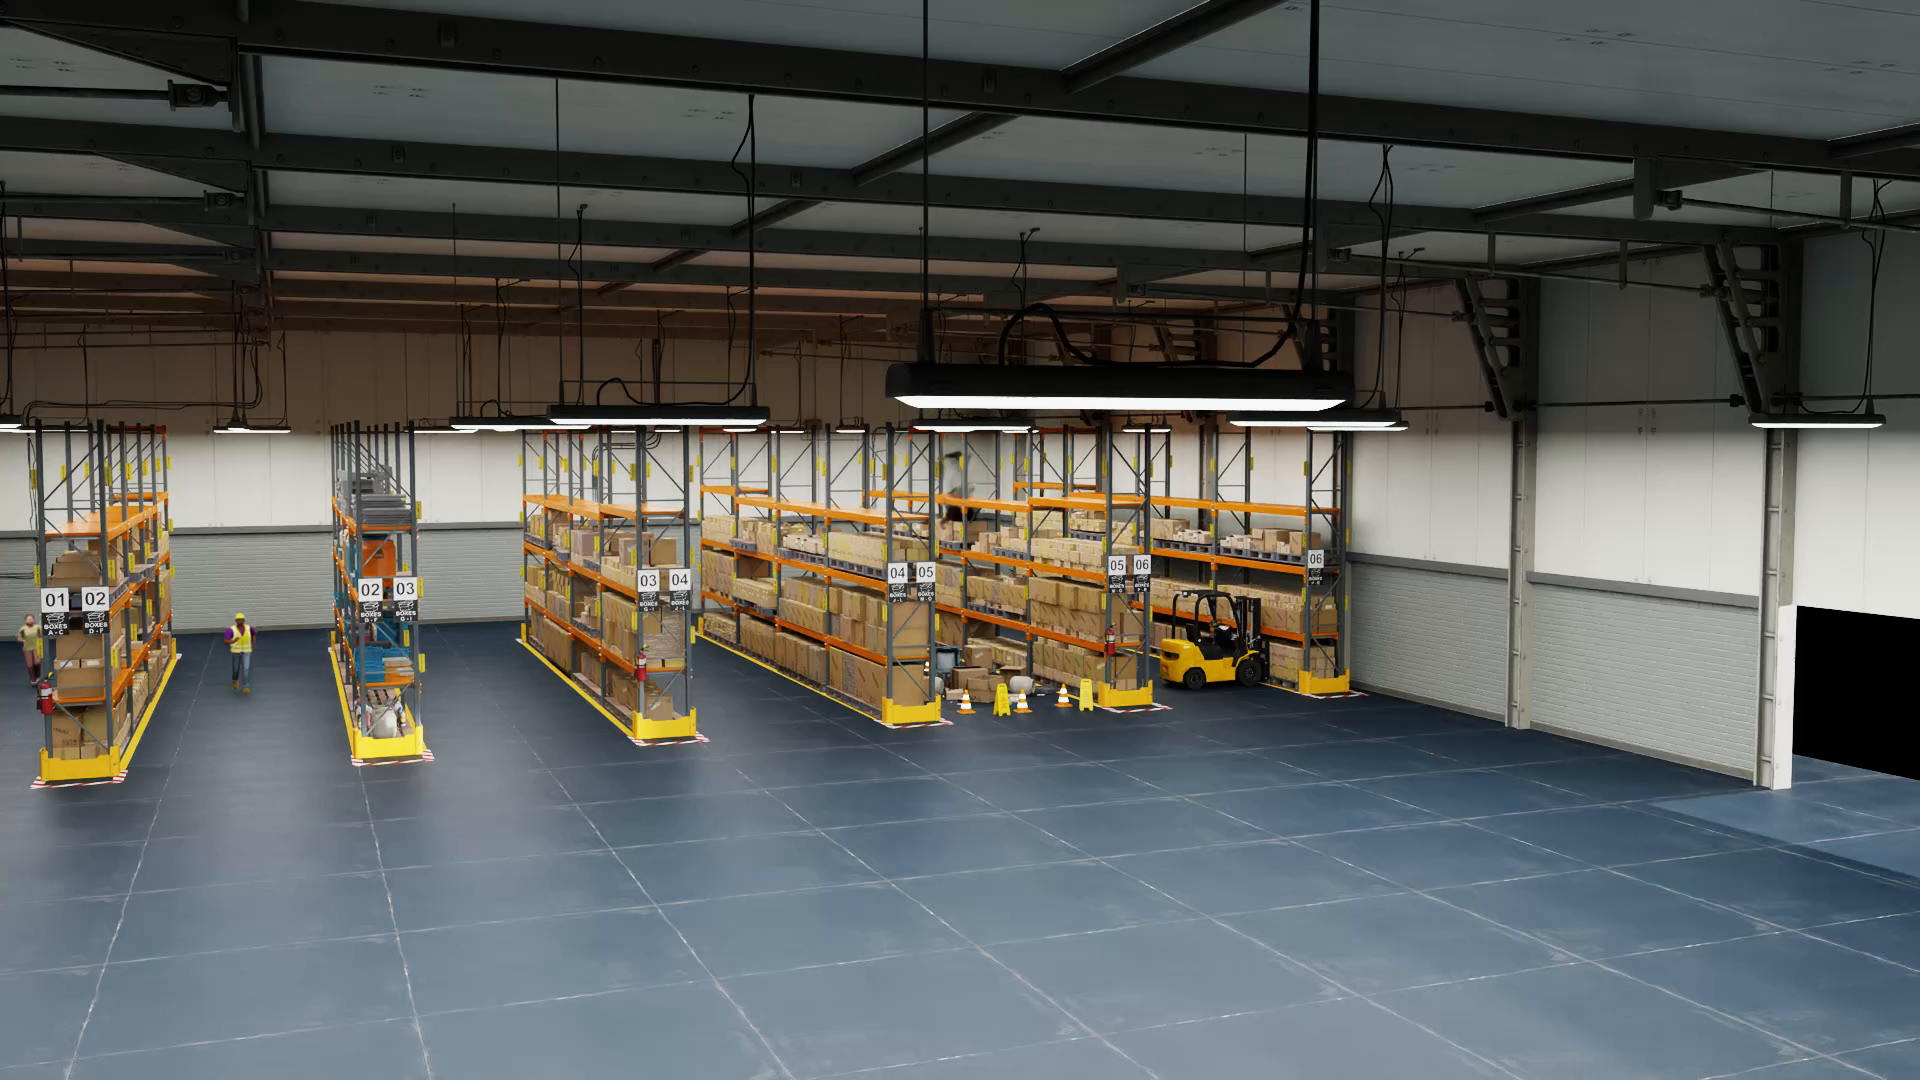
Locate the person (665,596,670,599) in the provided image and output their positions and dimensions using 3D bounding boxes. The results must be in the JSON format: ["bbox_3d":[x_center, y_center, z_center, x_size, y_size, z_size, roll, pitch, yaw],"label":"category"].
[{"bbox_3d":[-8.286,1.848,48.402,0.747,1.730,0.739,3,5,39],"label":"person"}]

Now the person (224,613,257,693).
[{"bbox_3d":[-15.943,2.491,36.860,0.703,1.739,1.022,-2,4,-33],"label":"person"}]

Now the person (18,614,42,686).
[{"bbox_3d":[-21.197,2.521,37.979,0.555,1.660,0.645,-2,4,-27],"label":"person"}]

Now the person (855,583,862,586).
[{"bbox_3d":[-3.027,1.688,51.349,0.554,1.653,0.556,-1,4,-20],"label":"person"}]

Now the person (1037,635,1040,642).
[{"bbox_3d":[2.226,1.883,43.569,0.635,1.863,0.747,-1,4,-21],"label":"person"}]
